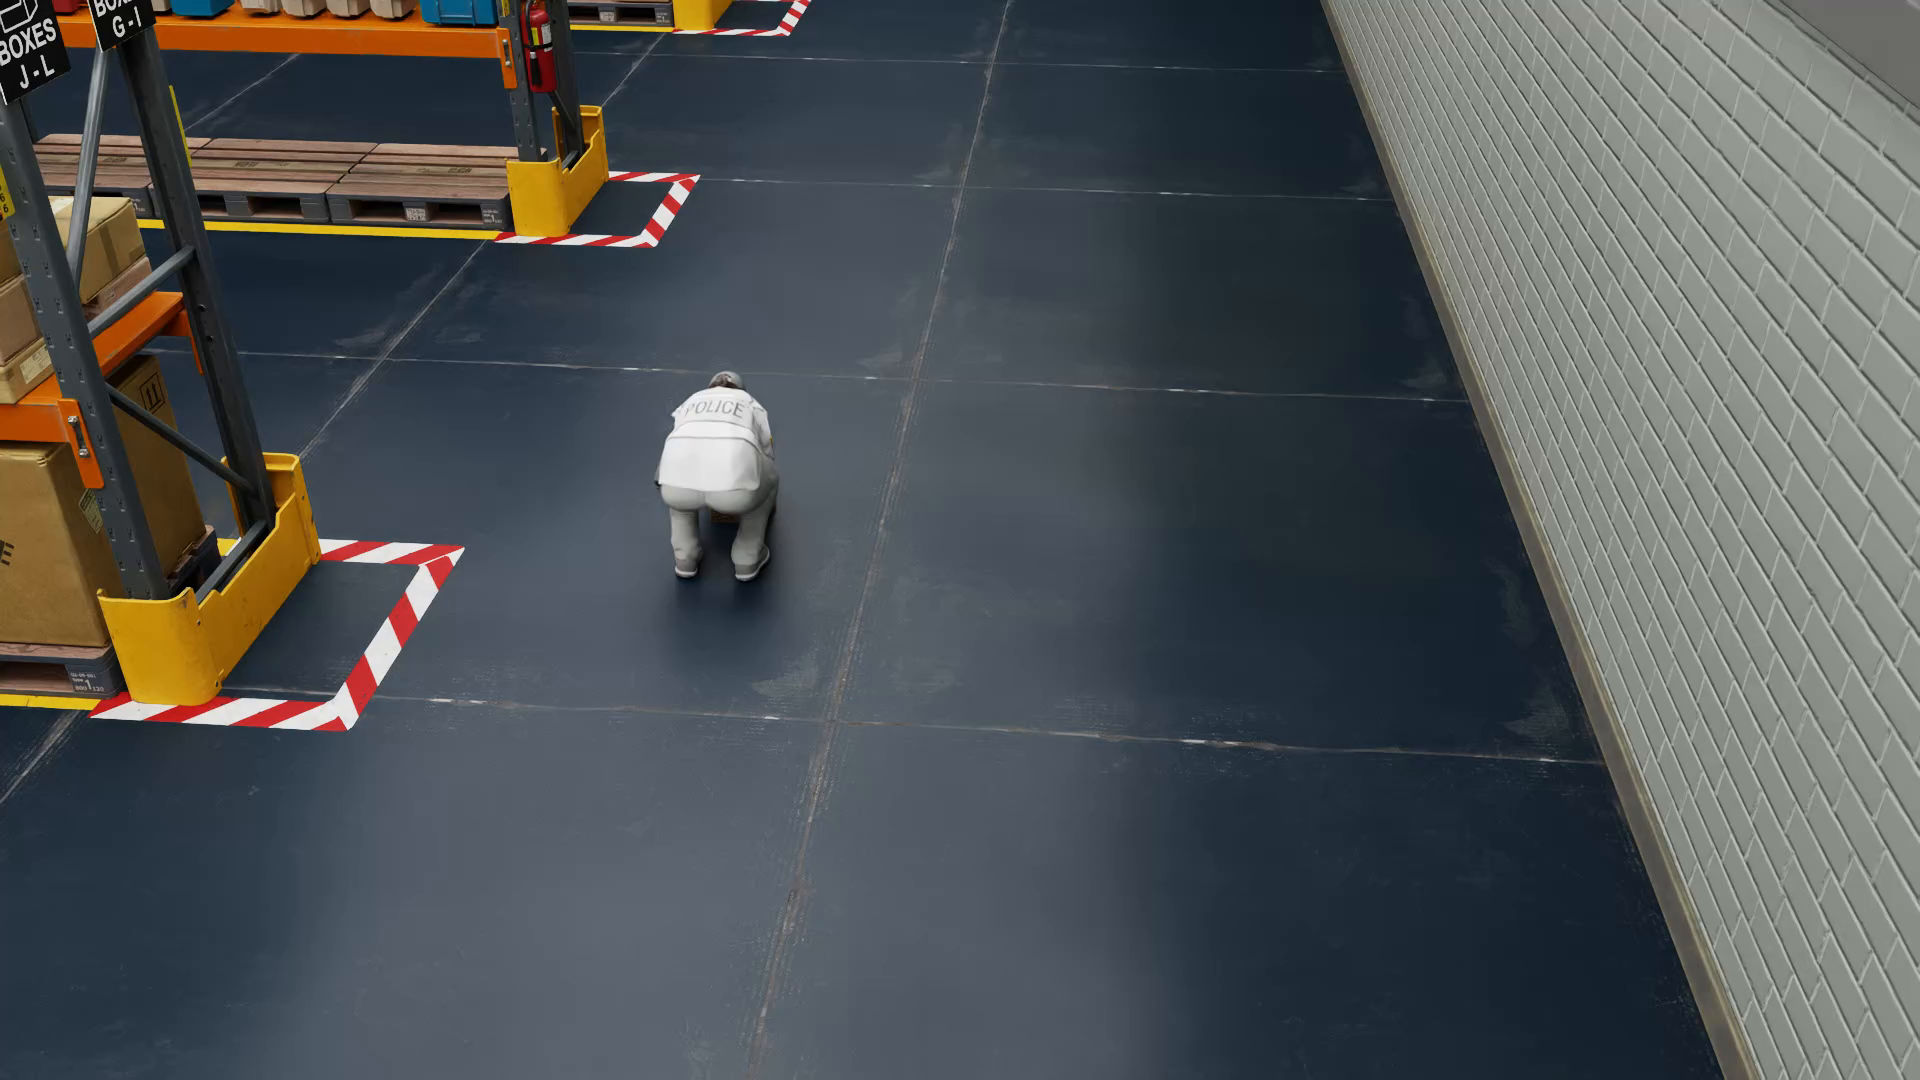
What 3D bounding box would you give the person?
[{"bbox_3d":[-1.073,-0.283,7.454,0.510,0.772,0.940,2,32,3],"label":"person"}]
